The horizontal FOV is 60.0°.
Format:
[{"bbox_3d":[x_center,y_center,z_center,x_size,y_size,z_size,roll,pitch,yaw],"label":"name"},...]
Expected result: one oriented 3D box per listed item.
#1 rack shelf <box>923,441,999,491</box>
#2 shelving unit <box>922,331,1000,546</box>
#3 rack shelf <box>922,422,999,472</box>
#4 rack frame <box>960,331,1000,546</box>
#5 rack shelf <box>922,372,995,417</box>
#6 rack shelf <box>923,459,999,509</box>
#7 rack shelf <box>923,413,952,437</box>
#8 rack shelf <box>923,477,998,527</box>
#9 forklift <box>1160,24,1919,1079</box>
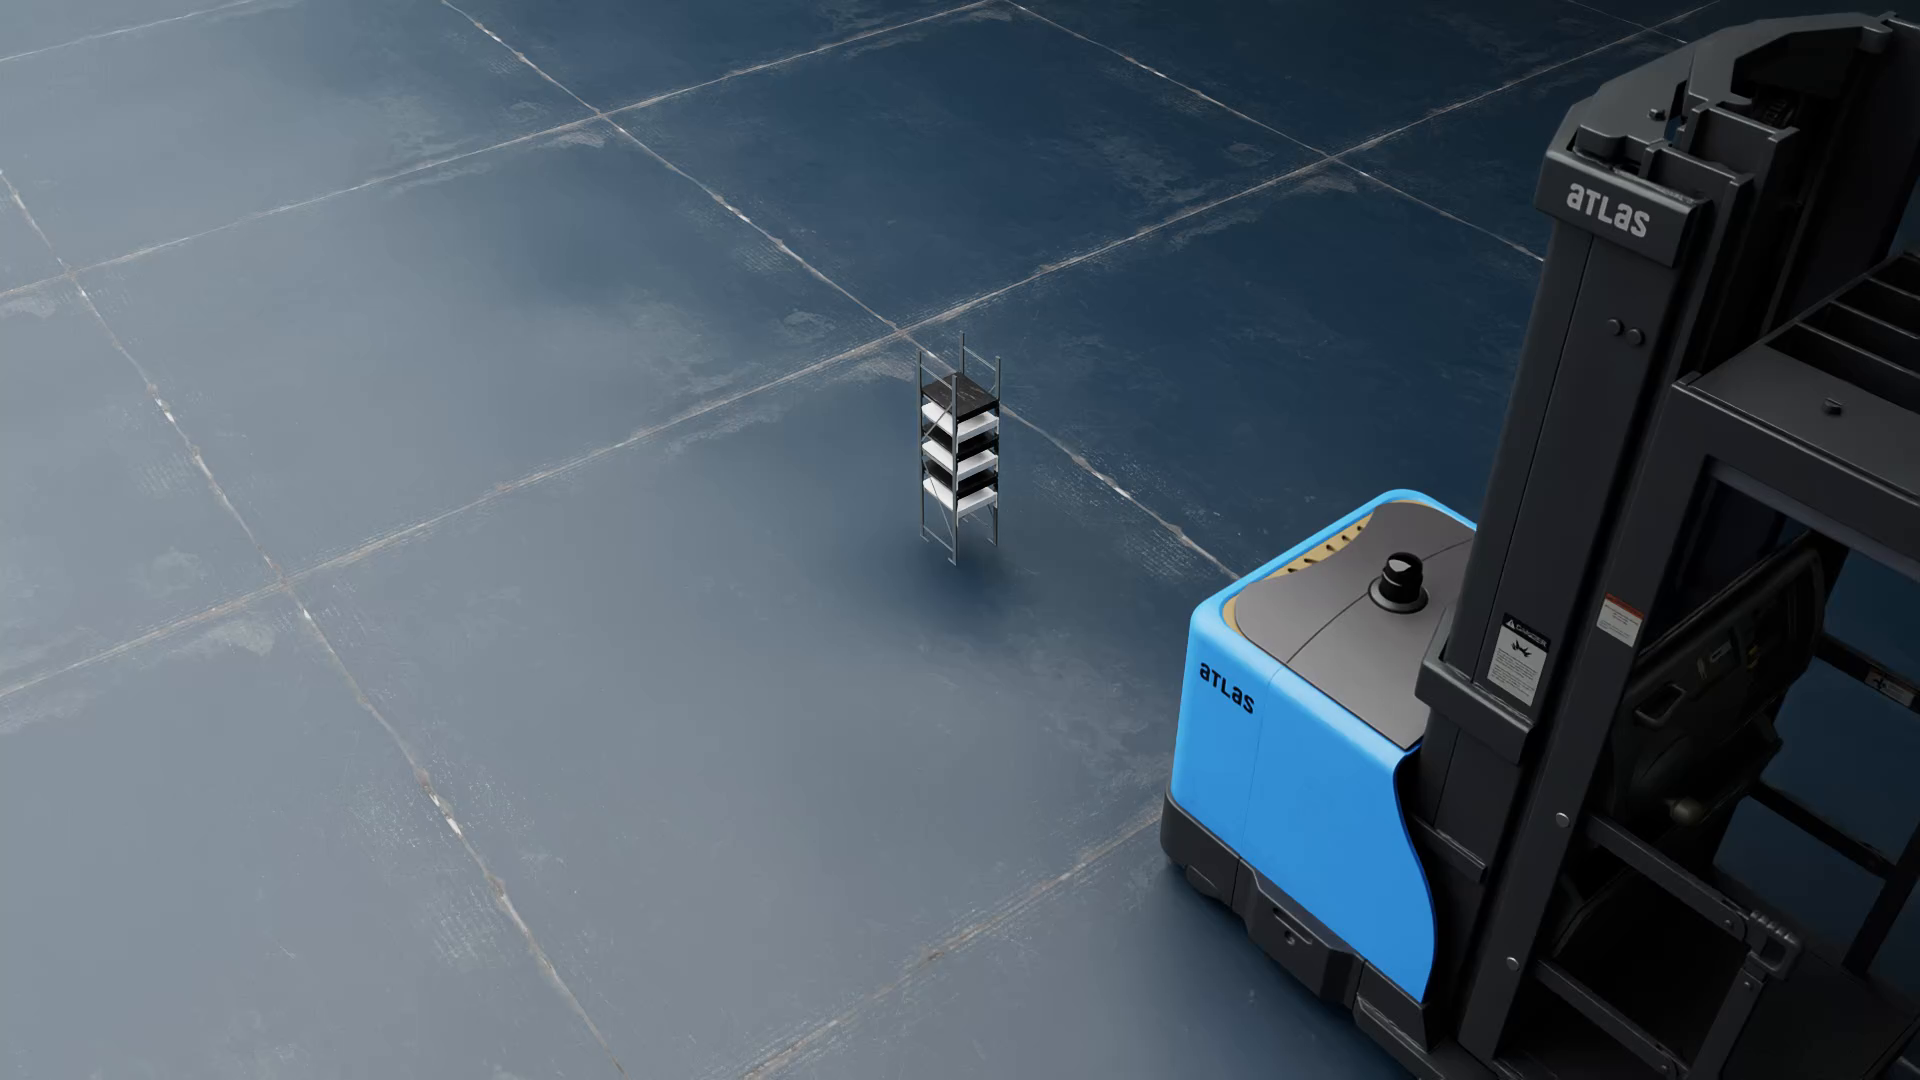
[{"bbox_3d":[-0.006,-0.319,6.482,0.200,0.077,0.258,-26,46,-28],"label":"rack shelf"},{"bbox_3d":[-0.005,-0.346,6.462,0.205,0.900,0.258,-26,46,-28],"label":"shelving unit"},{"bbox_3d":[-0.006,-0.389,6.425,0.200,0.077,0.258,-26,46,-28],"label":"rack shelf"},{"bbox_3d":[0.074,-0.384,6.509,0.006,0.900,0.240,-26,46,-28],"label":"rack frame"},{"bbox_3d":[-0.006,-0.544,6.298,0.190,0.026,0.221,-26,46,-28],"label":"rack shelf"},{"bbox_3d":[-0.006,-0.249,6.539,0.200,0.077,0.258,-26,46,-28],"label":"rack shelf"},{"bbox_3d":[-0.006,-0.470,6.358,0.184,0.015,0.199,-26,46,-28],"label":"rack shelf"},{"bbox_3d":[-0.006,-0.180,6.596,0.200,0.077,0.258,-26,46,-28],"label":"rack shelf"},{"bbox_3d":[1.978,0.451,3.940,1.129,2.867,3.031,-28,47,-29],"label":"forklift"}]
